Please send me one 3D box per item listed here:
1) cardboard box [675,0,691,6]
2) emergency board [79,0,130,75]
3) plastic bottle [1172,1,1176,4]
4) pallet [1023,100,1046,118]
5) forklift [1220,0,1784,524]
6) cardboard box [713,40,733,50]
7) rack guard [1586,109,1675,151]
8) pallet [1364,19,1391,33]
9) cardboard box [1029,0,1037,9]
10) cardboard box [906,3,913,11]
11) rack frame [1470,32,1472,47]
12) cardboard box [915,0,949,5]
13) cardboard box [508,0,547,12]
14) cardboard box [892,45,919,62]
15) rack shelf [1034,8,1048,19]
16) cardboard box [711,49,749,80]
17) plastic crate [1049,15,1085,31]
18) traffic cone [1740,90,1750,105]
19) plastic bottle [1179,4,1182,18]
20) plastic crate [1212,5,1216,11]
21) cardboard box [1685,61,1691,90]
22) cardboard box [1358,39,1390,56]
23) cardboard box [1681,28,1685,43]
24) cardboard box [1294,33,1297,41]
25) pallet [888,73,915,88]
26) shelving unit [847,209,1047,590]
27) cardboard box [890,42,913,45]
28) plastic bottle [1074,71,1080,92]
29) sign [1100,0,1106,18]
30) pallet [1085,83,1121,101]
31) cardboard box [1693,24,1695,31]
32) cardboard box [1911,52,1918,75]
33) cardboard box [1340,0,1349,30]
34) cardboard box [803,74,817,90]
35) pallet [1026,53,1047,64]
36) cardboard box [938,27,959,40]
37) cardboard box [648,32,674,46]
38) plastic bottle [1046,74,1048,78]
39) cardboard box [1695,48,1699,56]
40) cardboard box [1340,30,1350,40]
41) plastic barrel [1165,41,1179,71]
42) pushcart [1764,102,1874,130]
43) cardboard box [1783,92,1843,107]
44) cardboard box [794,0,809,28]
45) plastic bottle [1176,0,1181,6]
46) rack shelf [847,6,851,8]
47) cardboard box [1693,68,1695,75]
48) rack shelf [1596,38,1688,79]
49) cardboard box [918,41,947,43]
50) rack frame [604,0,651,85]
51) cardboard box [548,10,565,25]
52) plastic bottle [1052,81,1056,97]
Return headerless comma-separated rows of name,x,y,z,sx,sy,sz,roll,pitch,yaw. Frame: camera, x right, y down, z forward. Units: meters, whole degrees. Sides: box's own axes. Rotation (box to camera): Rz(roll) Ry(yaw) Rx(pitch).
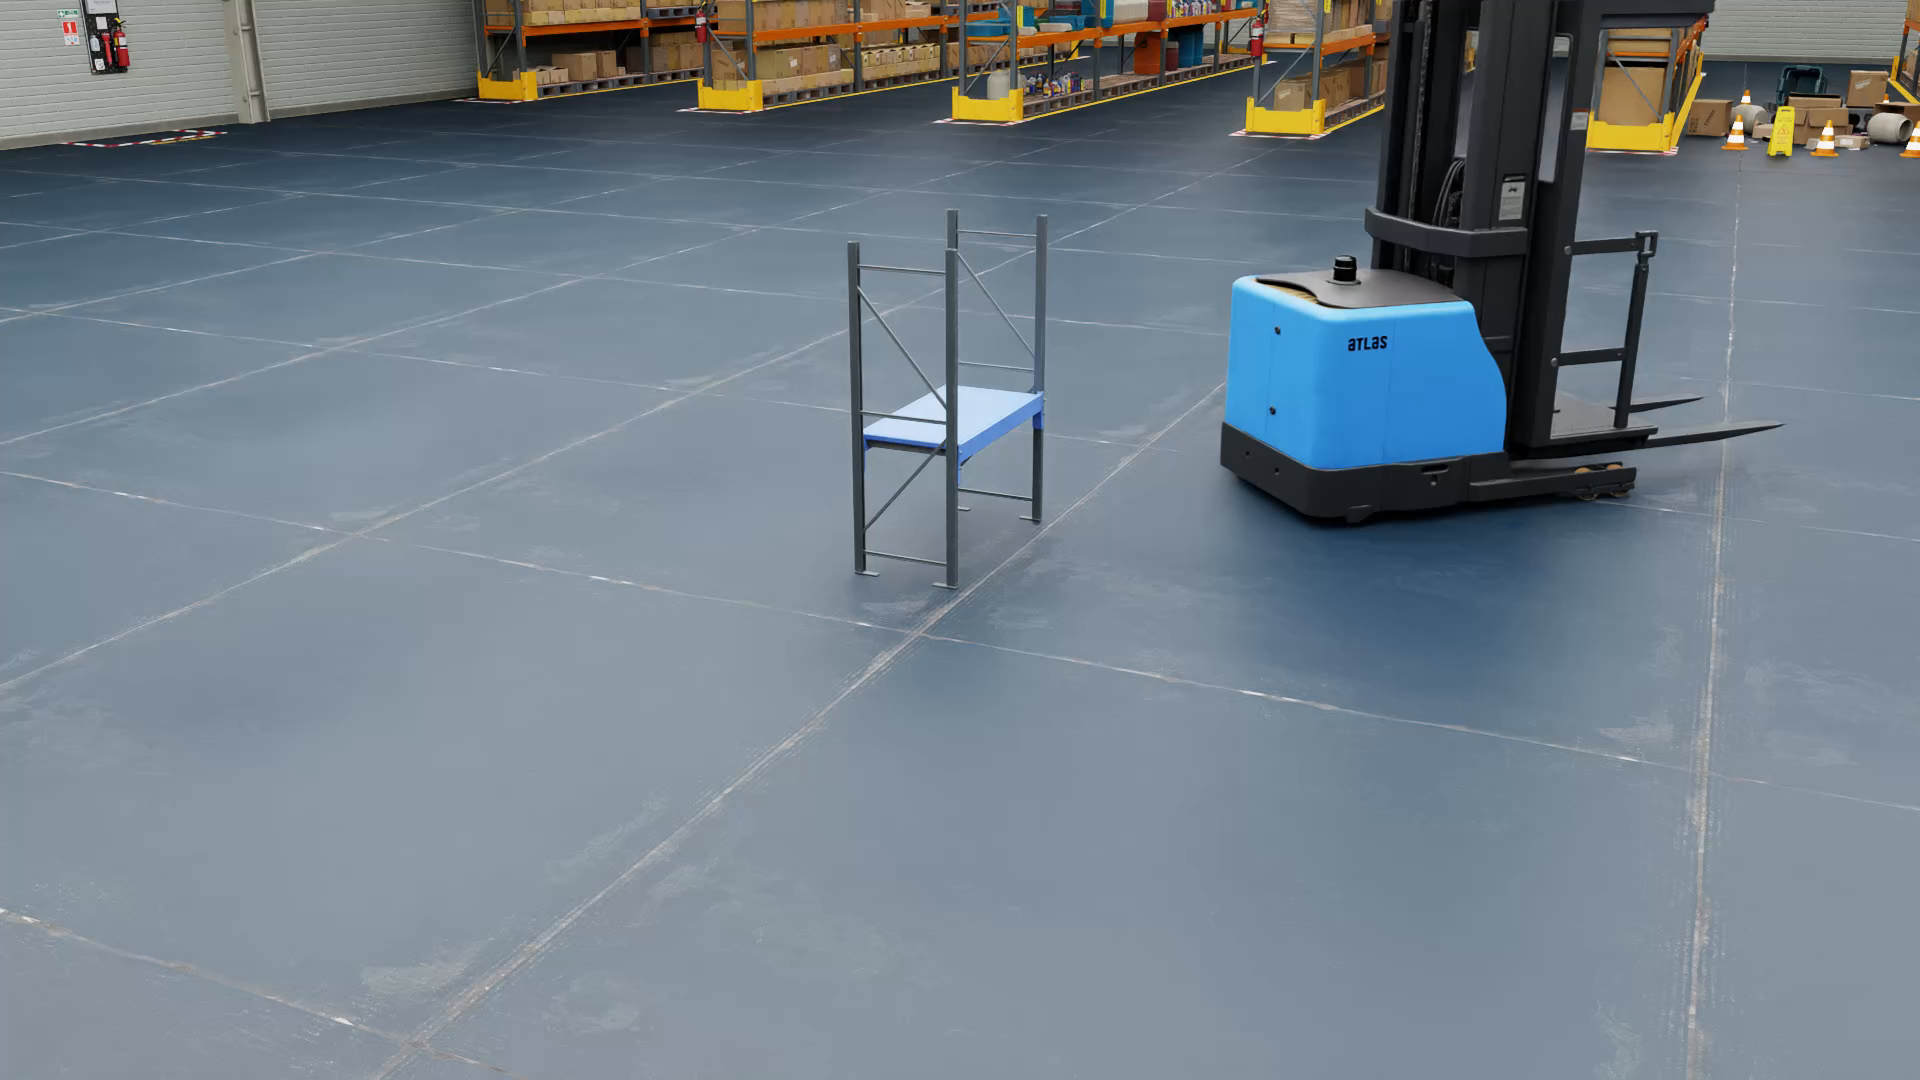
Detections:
cardboard box,-6.219,-11.748,35.719,0.700,0.500,0.500,12,23,30
emergency board,-12.579,-7.492,24.560,0.194,1.169,0.643,9,21,23
plastic bottle,4.693,-11.794,36.839,0.152,0.276,0.135,9,21,23
pallet,0.791,-7.348,28.316,1.003,0.211,1.213,9,21,23
forklift,2.965,-1.743,8.496,3.031,2.935,1.130,-7,21,-18
cardboard box,-5.544,-10.992,37.474,0.700,0.500,0.500,9,21,23
rack guard,9.458,-5.809,23.556,1.175,0.500,0.348,9,21,23
pallet,7.068,-9.051,29.229,1.003,0.211,1.213,9,21,23
cardboard box,1.526,-13.056,40.056,0.500,0.500,0.500,9,21,24
cardboard box,-1.319,-11.222,35.181,0.500,0.311,0.500,8,21,22
rack frame,11.536,-12.596,38.911,1.000,3.000,0.127,9,21,23
cardboard box,-0.621,-11.964,36.358,0.700,0.500,0.500,2,20,4
cardboard box,-8.103,-10.141,31.082,0.500,0.500,0.500,9,21,23
cardboard box,-1.182,-10.170,34.729,0.500,0.311,0.500,8,21,22
rack shelf,1.681,-13.006,41.138,1.077,0.370,4.000,9,21,23
cardboard box,-4.104,-8.526,29.824,0.500,0.500,0.500,9,21,23
plastic crate,1.898,-9.162,29.476,0.499,0.251,0.616,9,21,23
traffic cone,13.033,-7.224,27.591,0.336,0.463,0.334,9,21,23
plastic bottle,4.625,-11.142,35.014,0.097,0.271,0.097,0,20,0
plastic crate,5.701,-12.080,37.763,0.396,0.136,0.243,9,21,23
cardboard box,13.266,-8.641,30.892,0.500,0.500,0.500,8,21,20
cardboard box,8.562,-9.556,32.905,1.225,0.875,0.875,8,21,20
cardboard box,10.761,-8.001,25.767,0.875,0.550,0.550,9,21,23
cardboard box,5.016,-7.779,25.739,0.380,0.149,0.250,9,21,23
pallet,-1.649,-9.579,34.590,1.003,0.211,1.213,9,21,23
shelving unit,-0.035,-0.681,7.644,0.538,1.500,1.048,9,21,23
cardboard box,-1.258,-10.558,35.819,0.500,0.311,0.500,9,22,25
plastic bottle,2.103,-8.330,30.213,0.144,0.351,0.185,8,21,21
sign,2.601,-9.659,30.239,0.100,0.325,0.005,9,21,23
pallet,2.390,-8.539,31.665,1.003,0.211,1.213,9,21,23
cardboard box,12.599,-9.160,29.098,0.500,0.500,0.500,9,21,23
cardboard box,20.031,-9.731,34.051,0.875,0.438,0.875,9,22,24
cardboard box,5.789,-8.524,26.868,0.875,0.500,0.500,9,21,23
cardboard box,-3.013,-8.560,31.038,0.500,0.250,0.500,9,21,23
pallet,1.642,-12.004,41.408,1.003,0.211,1.213,9,21,23
cardboard box,-0.173,-11.543,37.905,0.500,0.250,0.500,8,21,22
cardboard box,-6.471,-10.712,35.568,0.500,0.250,0.500,8,21,22
plastic bottle,1.563,-8.381,30.455,0.061,0.283,0.133,9,21,23
cardboard box,15.666,-10.497,35.750,0.380,0.149,0.250,9,22,25
cardboard box,6.021,-8.086,26.605,0.380,0.149,0.250,9,21,23
plastic barrel,4.389,-10.389,35.677,0.600,0.588,0.708,9,21,23
pushcart,13.563,-6.630,26.049,1.648,0.377,0.936,1,20,4
cardboard box,12.810,-6.404,25.024,0.797,0.637,0.503,9,21,23
cardboard box,-3.217,-9.727,30.695,0.700,0.500,0.500,9,22,24
plastic bottle,4.657,-11.347,35.472,0.144,0.351,0.185,9,21,23
rack shelf,-2.840,-13.685,43.046,1.077,0.370,4.000,9,21,23
cardboard box,14.933,-9.665,34.297,0.380,0.149,0.250,9,22,24
rack shelf,10.287,-7.266,24.997,1.077,0.370,4.000,9,21,23
cardboard box,-0.607,-10.859,37.100,0.500,0.500,0.500,9,22,25
rack frame,-6.935,-10.967,34.330,1.000,3.000,0.127,9,21,23
cardboard box,-7.883,-9.949,31.662,0.500,0.250,0.500,8,21,21
plastic bottle,1.633,-7.923,29.185,0.097,0.271,0.097,0,20,0
